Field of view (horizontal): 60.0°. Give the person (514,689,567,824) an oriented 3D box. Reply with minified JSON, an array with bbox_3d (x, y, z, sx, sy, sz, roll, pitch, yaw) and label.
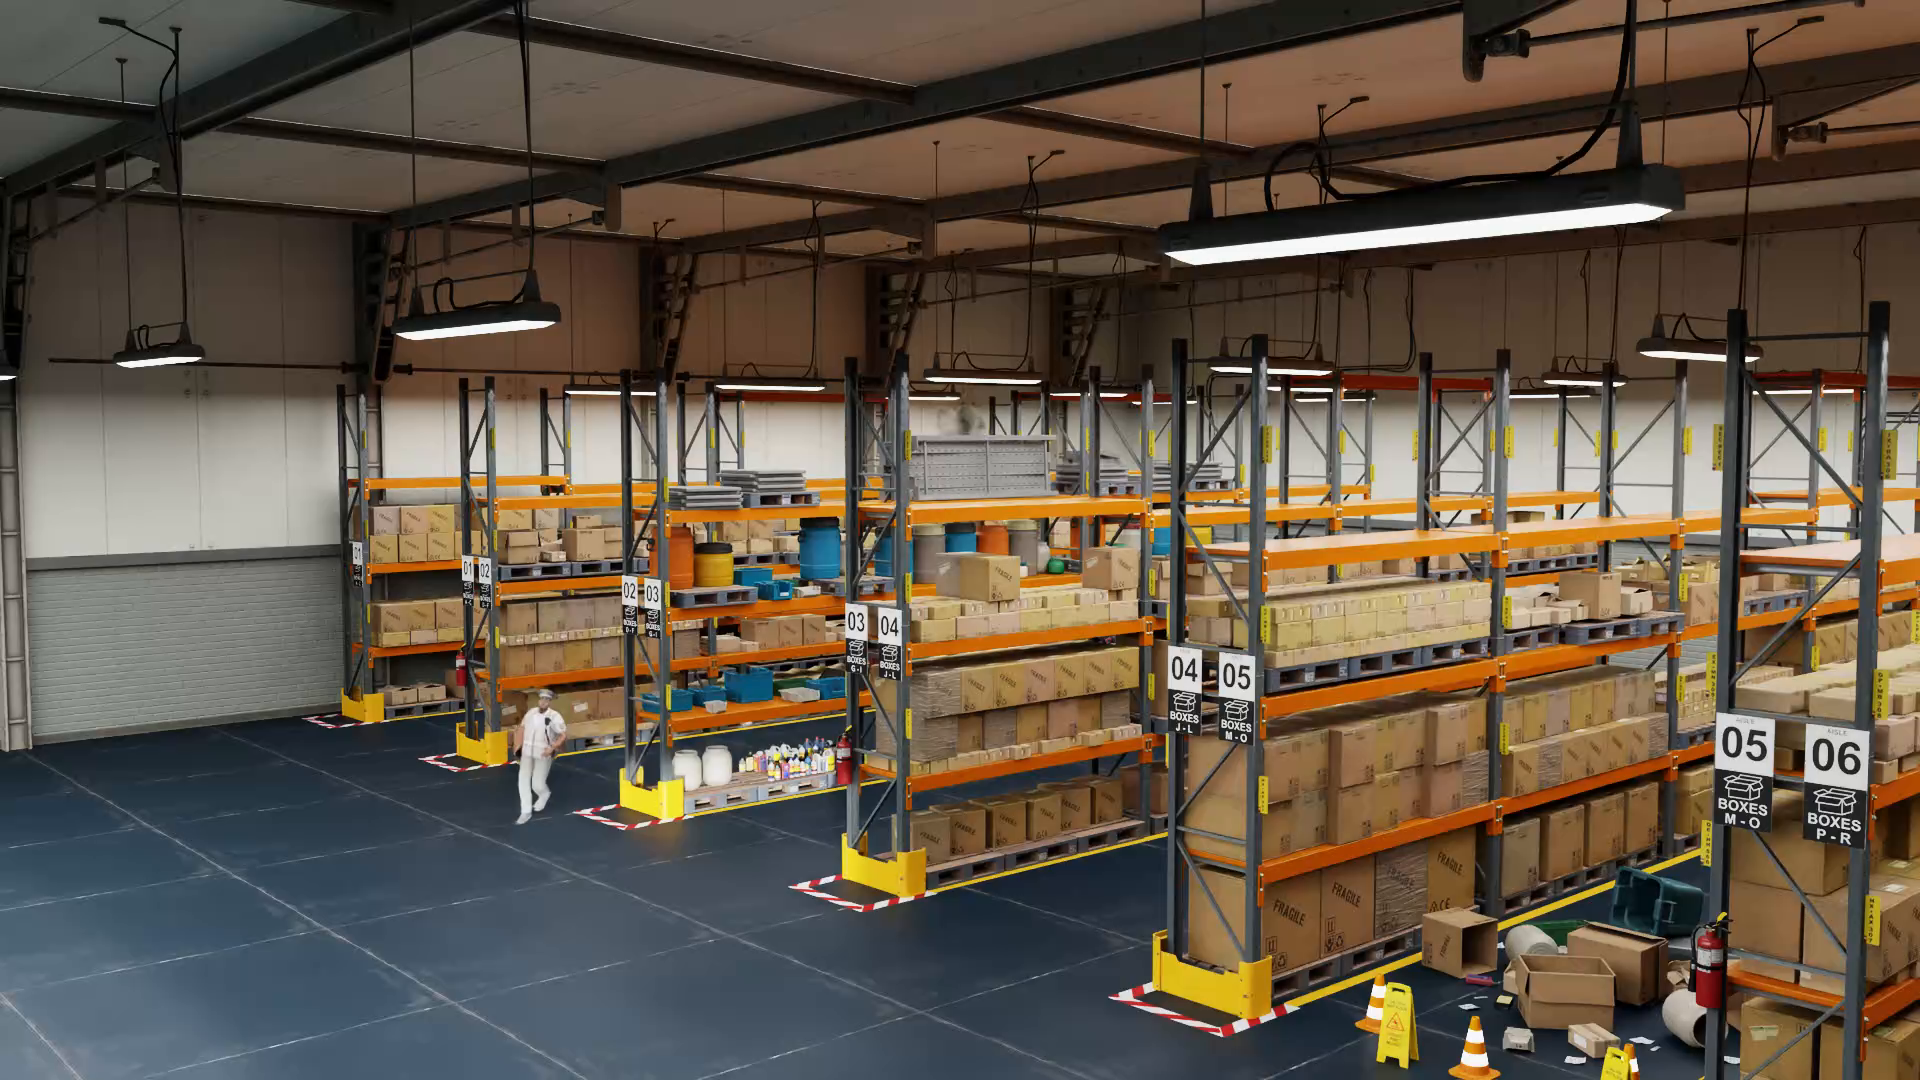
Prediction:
[{"bbox_3d":[-5.604,2.857,22.129,0.714,1.756,0.691,1,4,10],"label":"person"}]
